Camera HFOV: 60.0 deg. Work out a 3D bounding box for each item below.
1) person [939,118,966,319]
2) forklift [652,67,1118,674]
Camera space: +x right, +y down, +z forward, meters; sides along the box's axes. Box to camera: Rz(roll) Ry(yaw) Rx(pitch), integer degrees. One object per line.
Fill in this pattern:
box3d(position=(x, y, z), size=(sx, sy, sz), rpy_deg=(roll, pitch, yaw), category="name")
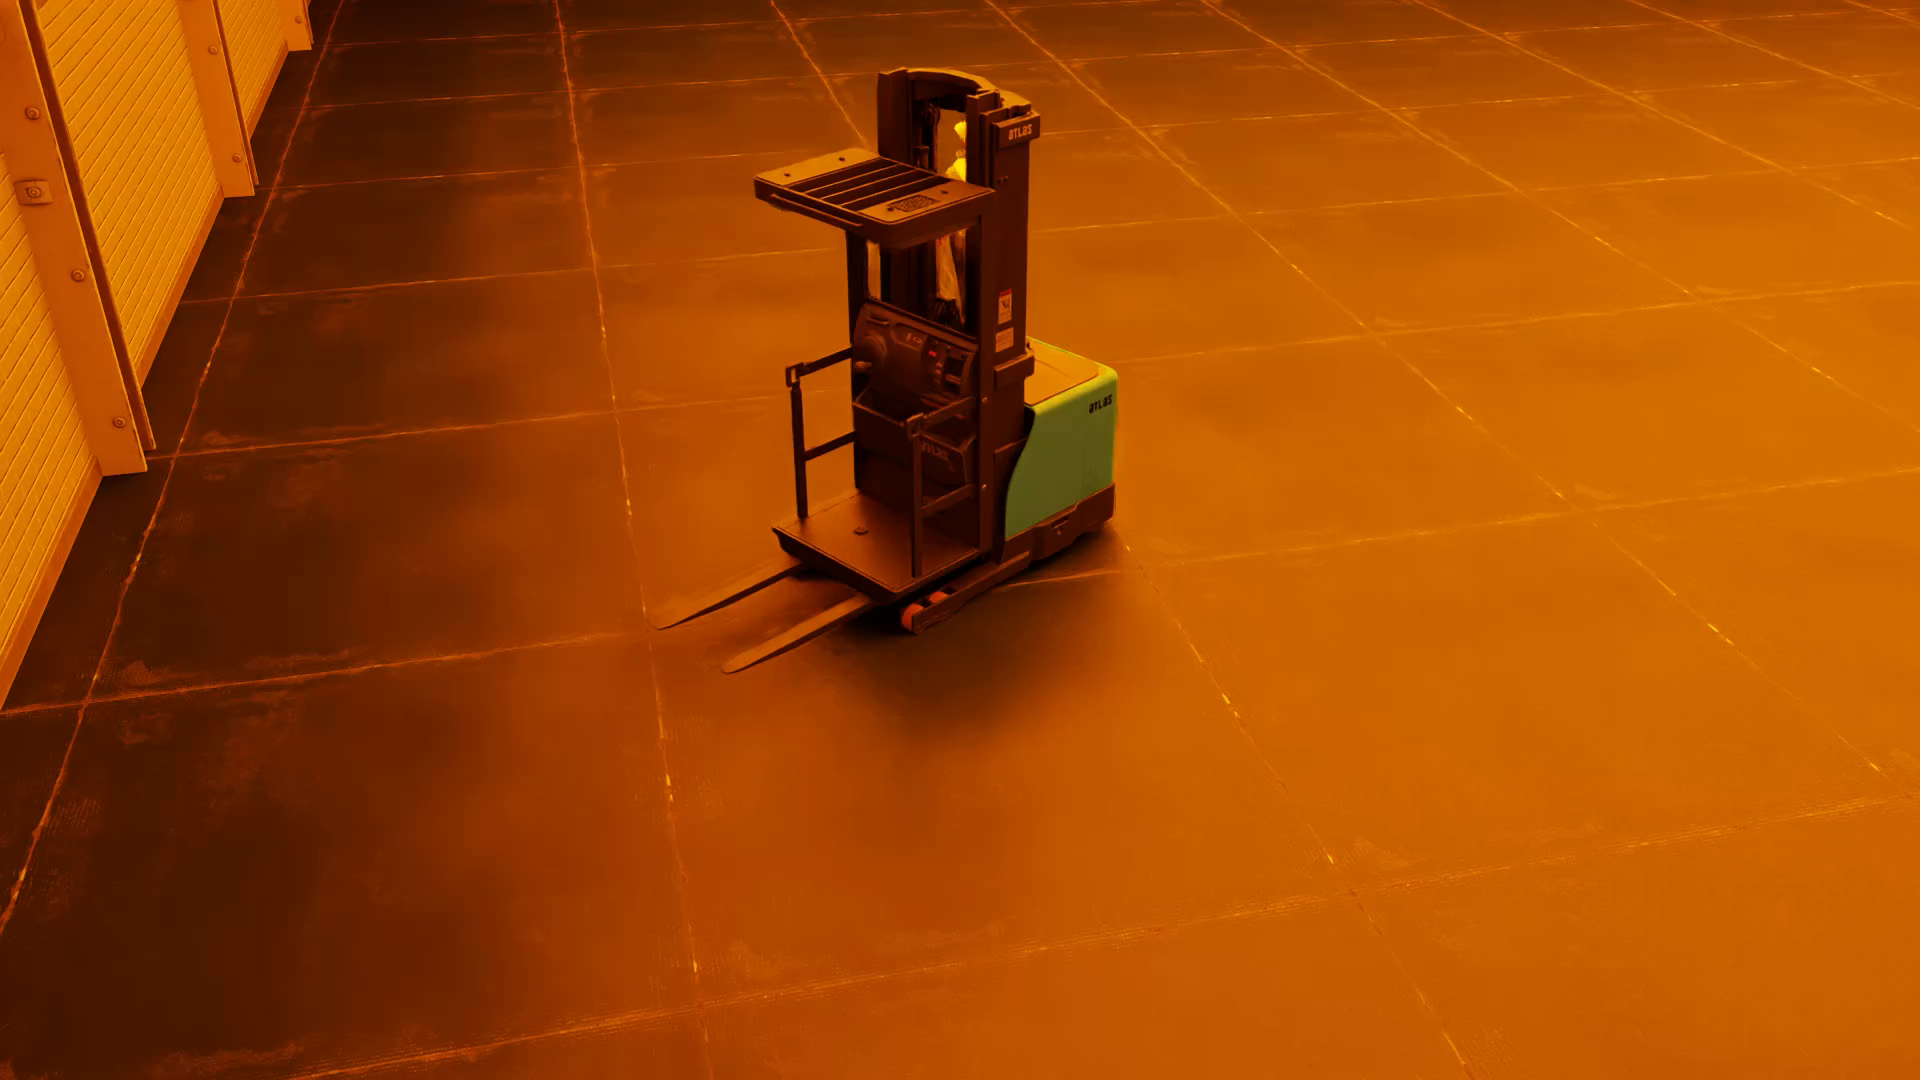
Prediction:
box3d(position=(0.101, -2.466, 12.973), size=(0.633, 1.774, 0.568), rpy_deg=(-10, 32, -17), category="person")
box3d(position=(-0.412, -1.022, 9.340), size=(1.130, 2.935, 3.031), rpy_deg=(26, 39, 37), category="forklift")
